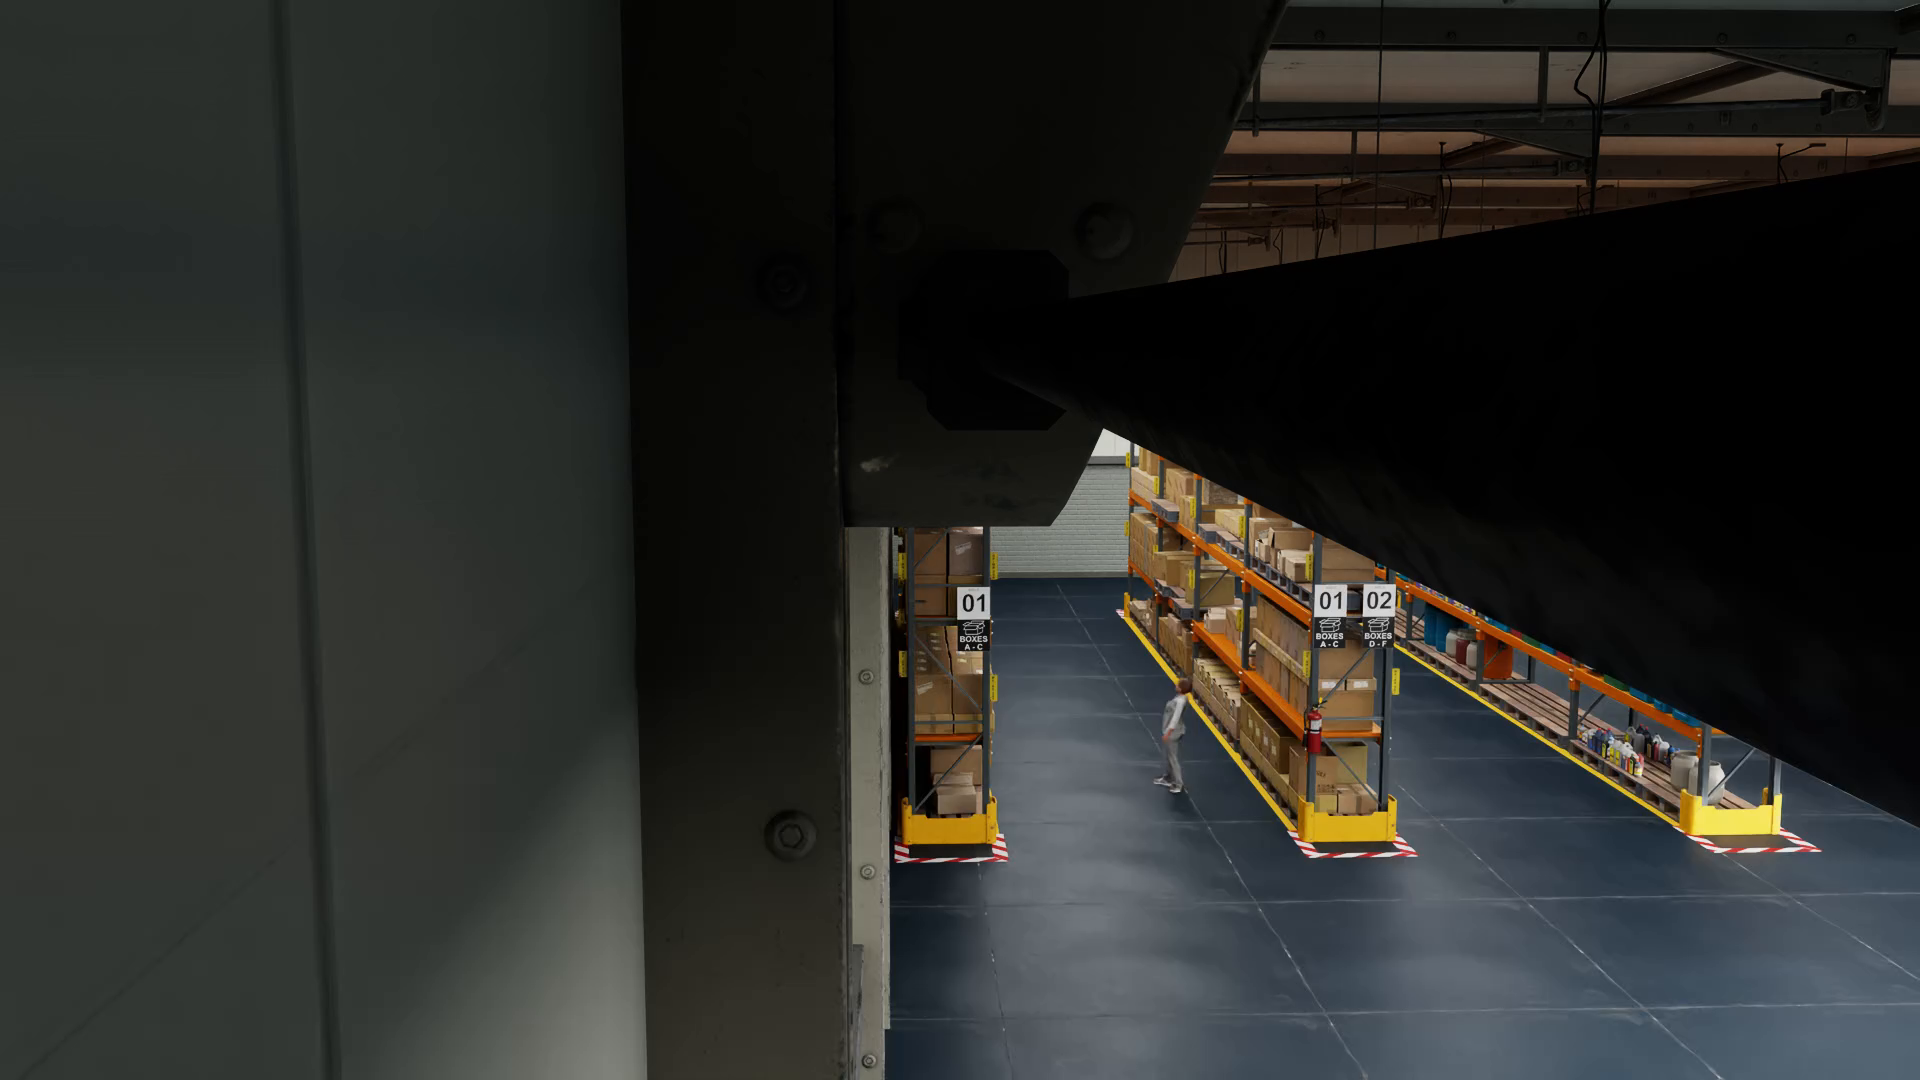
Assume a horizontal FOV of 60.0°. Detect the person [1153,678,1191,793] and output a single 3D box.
[{"bbox_3d":[2.863,2.657,22.786,0.554,1.577,0.440,4,8,28],"label":"person"}]
